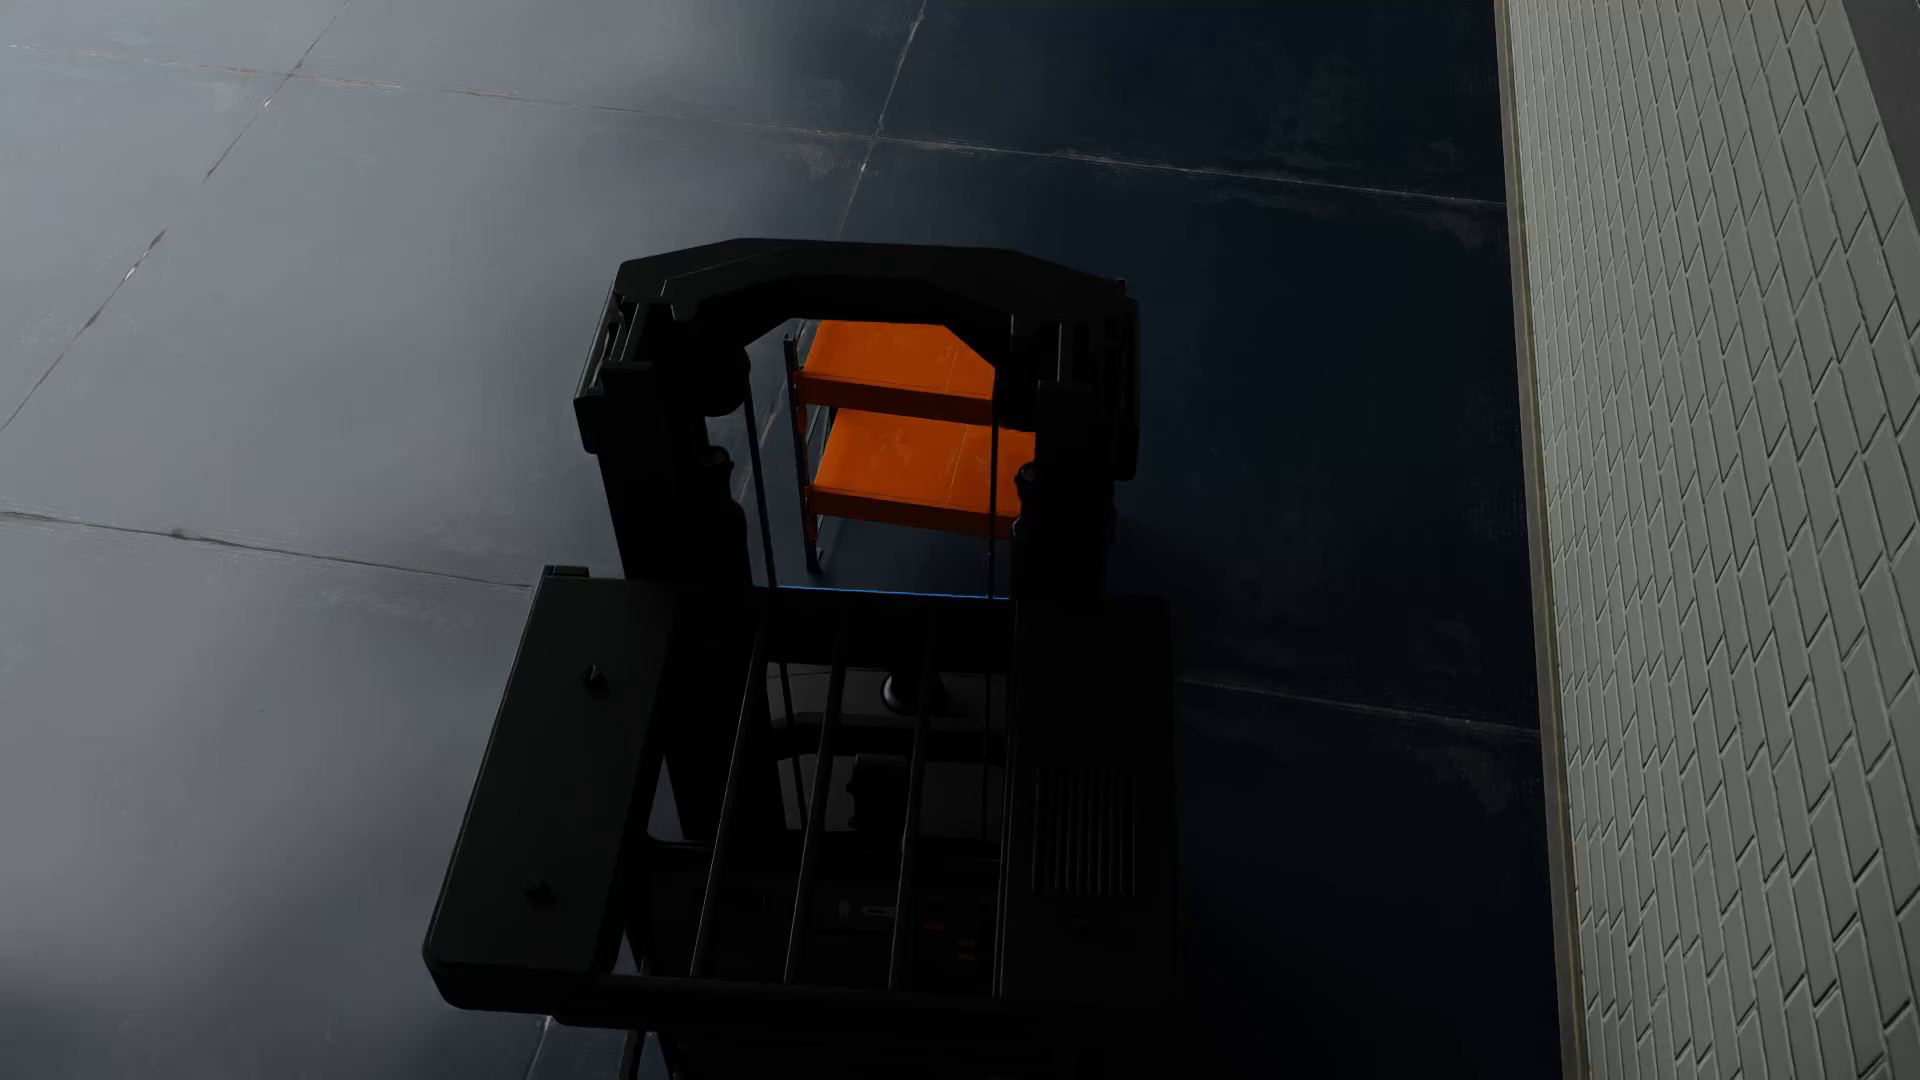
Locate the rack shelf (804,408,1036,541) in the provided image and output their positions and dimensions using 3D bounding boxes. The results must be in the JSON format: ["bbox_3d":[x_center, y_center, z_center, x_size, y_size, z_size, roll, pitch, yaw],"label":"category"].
[{"bbox_3d":[-0.007,-0.213,6.014,1.000,0.278,0.538,8,49,7],"label":"rack shelf"}]

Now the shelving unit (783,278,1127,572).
[{"bbox_3d":[-0.007,-0.377,5.832,1.048,1.125,0.538,8,49,7],"label":"shelving unit"}]

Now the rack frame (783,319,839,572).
[{"bbox_3d":[-0.507,-0.444,5.893,0.032,1.125,0.500,8,49,7],"label":"rack frame"}]

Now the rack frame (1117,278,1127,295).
[{"bbox_3d":[0.494,-0.310,5.772,0.032,1.125,0.500,8,49,7],"label":"rack frame"}]

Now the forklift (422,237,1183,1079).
[{"bbox_3d":[-0.200,0.984,3.396,1.130,2.935,3.031,3,48,3],"label":"forklift"}]

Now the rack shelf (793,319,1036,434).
[{"bbox_3d":[-0.007,-0.572,5.615,1.000,0.278,0.538,8,49,7],"label":"rack shelf"}]
